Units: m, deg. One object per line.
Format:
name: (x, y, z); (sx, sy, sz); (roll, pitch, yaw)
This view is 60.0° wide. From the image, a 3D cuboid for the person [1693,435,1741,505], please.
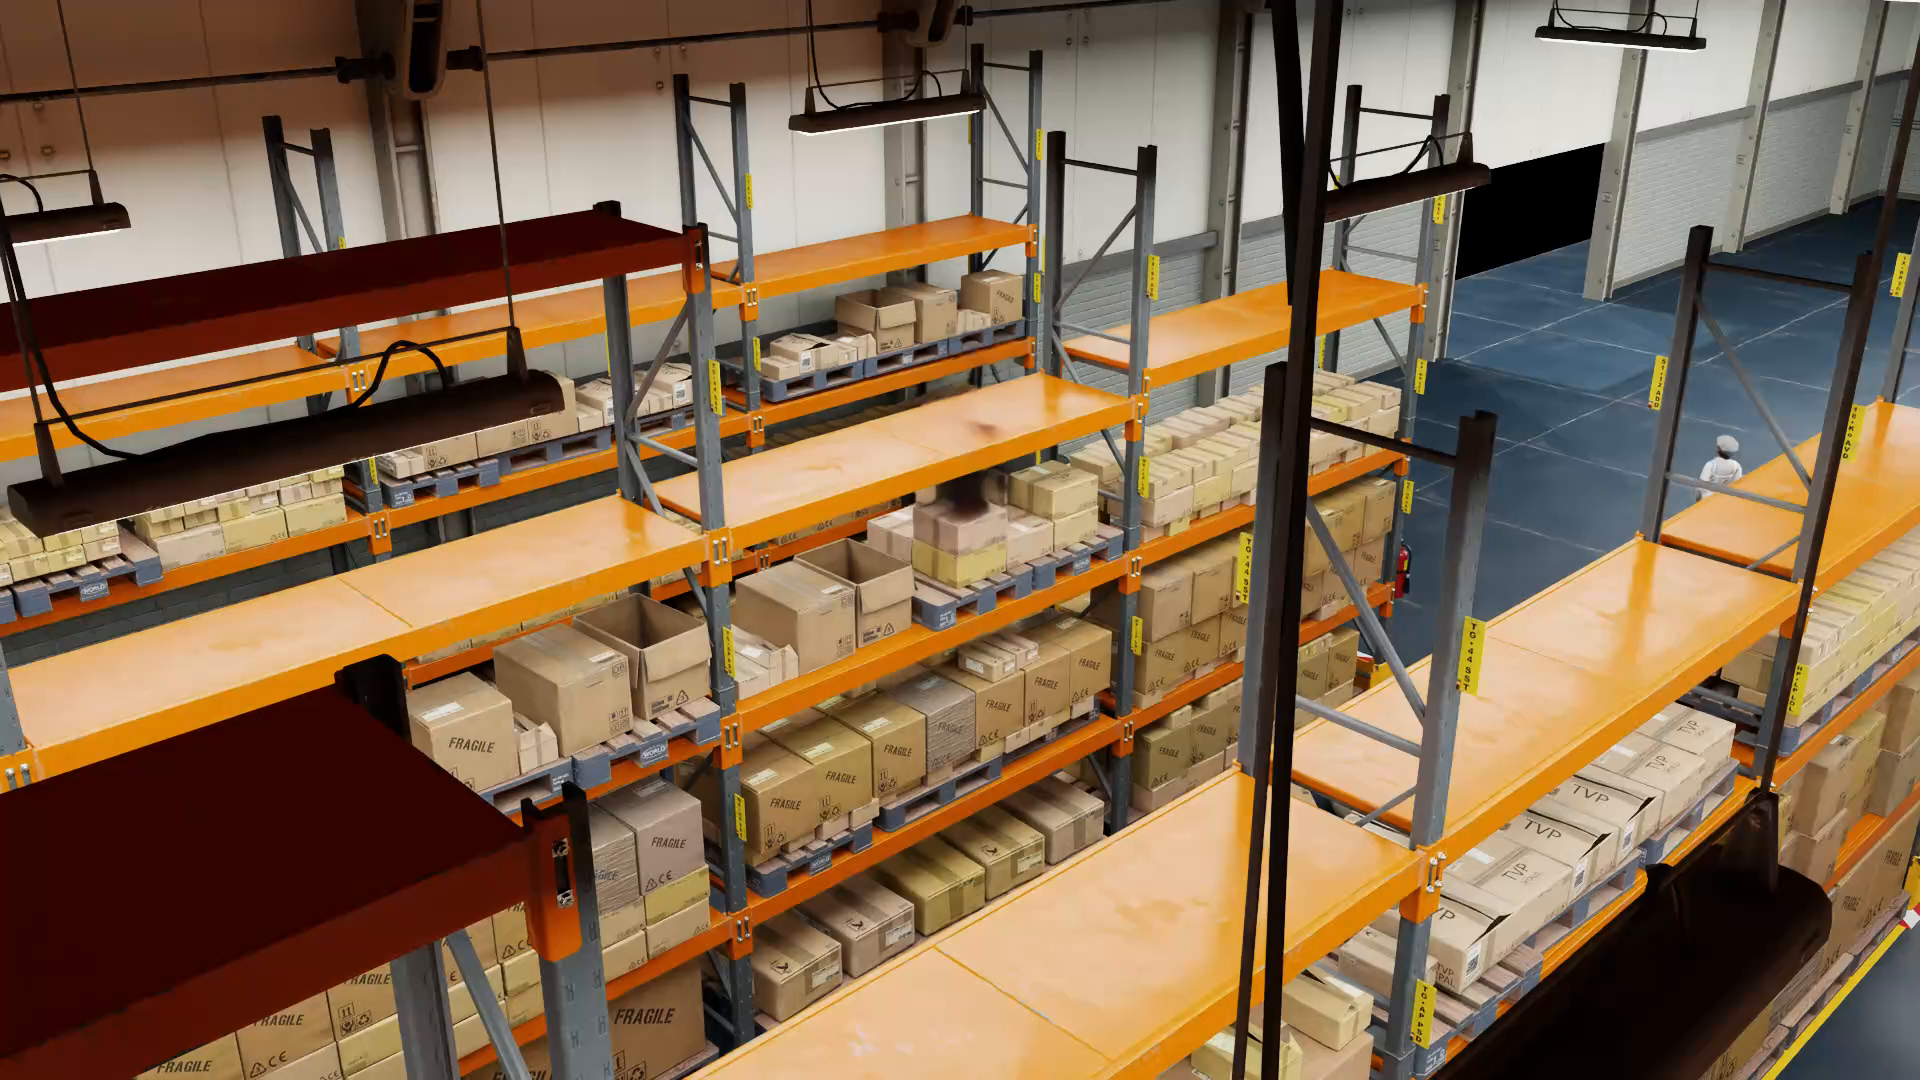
person: (8.928, -0.480, 19.814); (0.601, 1.656, 0.562); (0, 22, 1)
